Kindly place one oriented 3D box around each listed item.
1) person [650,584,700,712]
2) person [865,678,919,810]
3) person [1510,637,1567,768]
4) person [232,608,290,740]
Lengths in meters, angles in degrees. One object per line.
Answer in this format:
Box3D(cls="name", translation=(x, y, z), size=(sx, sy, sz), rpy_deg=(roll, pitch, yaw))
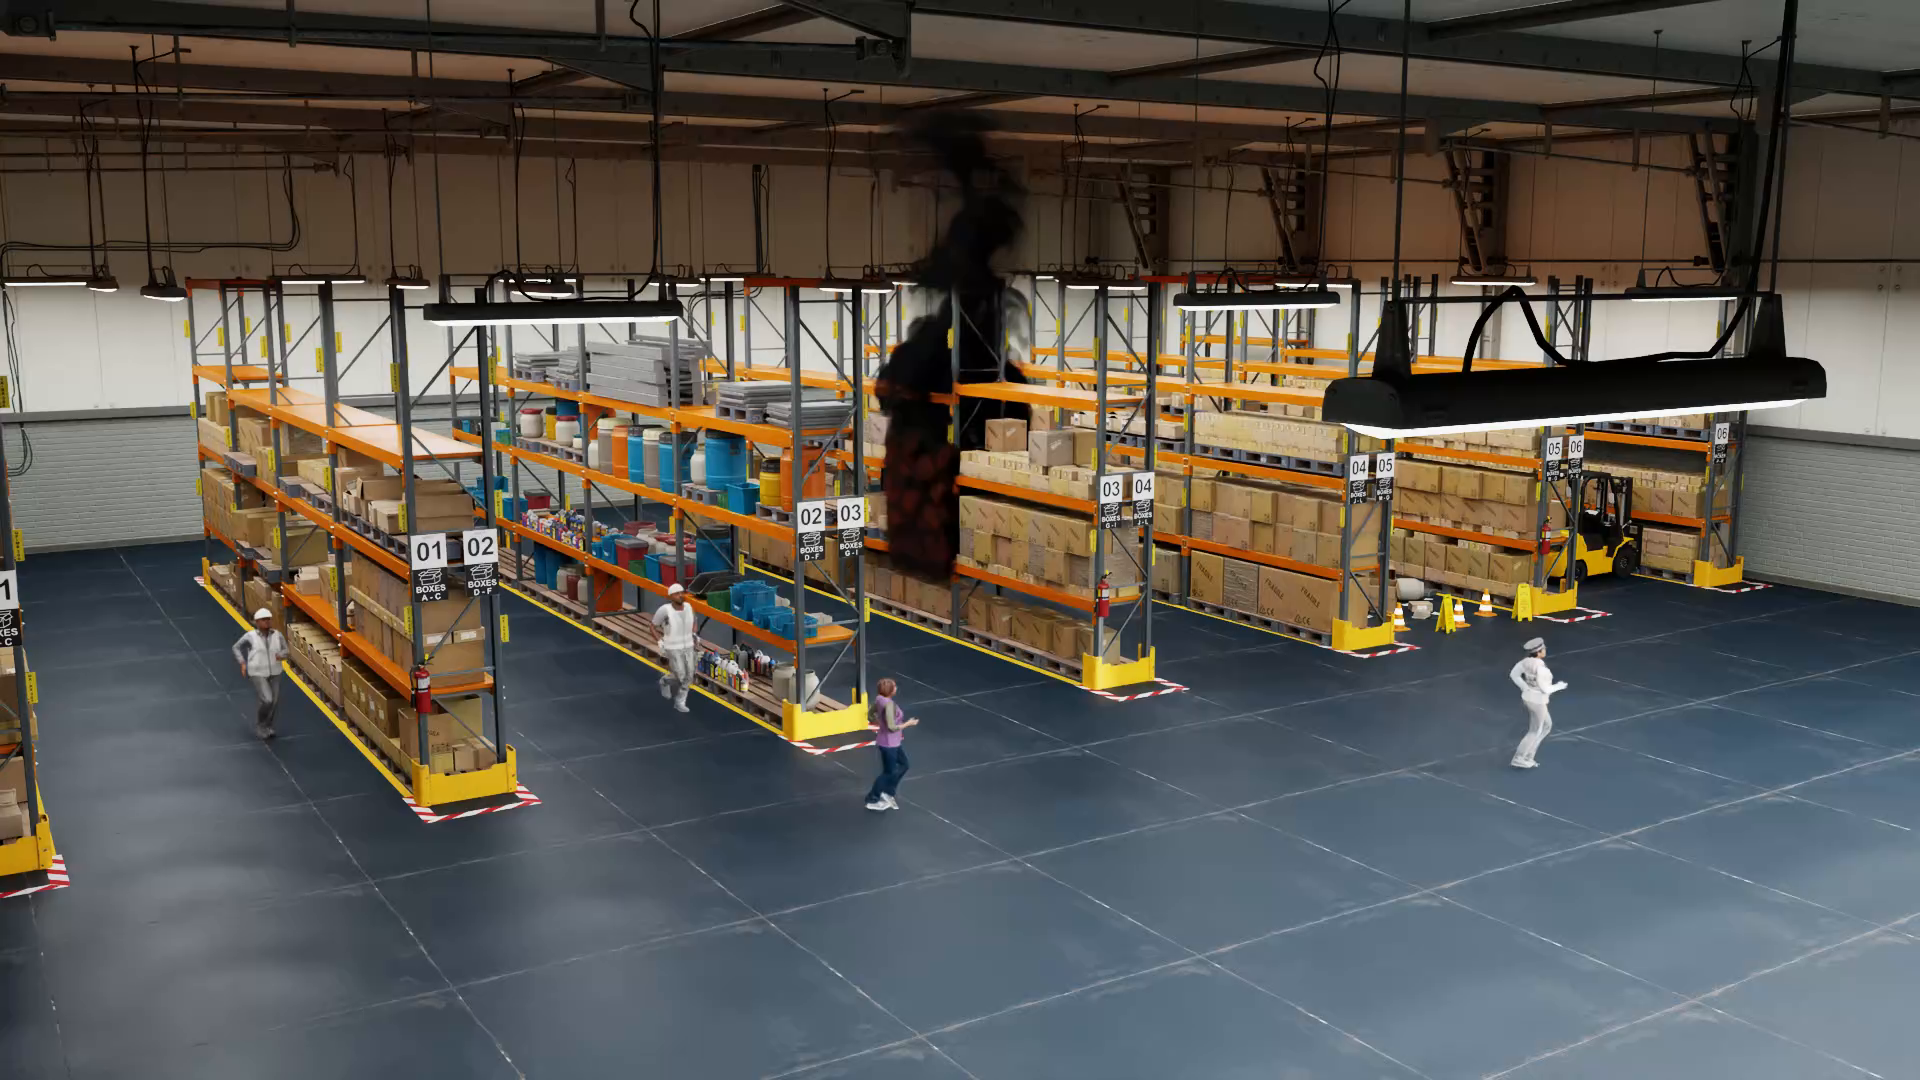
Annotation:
Box3D(cls="person", translation=(-3.798, 1.451, 22.431), size=(0.686, 1.749, 0.600), rpy_deg=(-8, 13, -40))
Box3D(cls="person", translation=(-0.791, 2.373, 19.189), size=(0.625, 1.583, 0.515), rpy_deg=(-1, 10, -9))
Box3D(cls="person", translation=(7.233, 2.047, 20.802), size=(0.629, 1.705, 0.595), rpy_deg=(0, 10, -3))
Box3D(cls="person", translation=(-9.214, 1.780, 22.096), size=(0.642, 1.751, 0.644), rpy_deg=(9, 13, 44))
